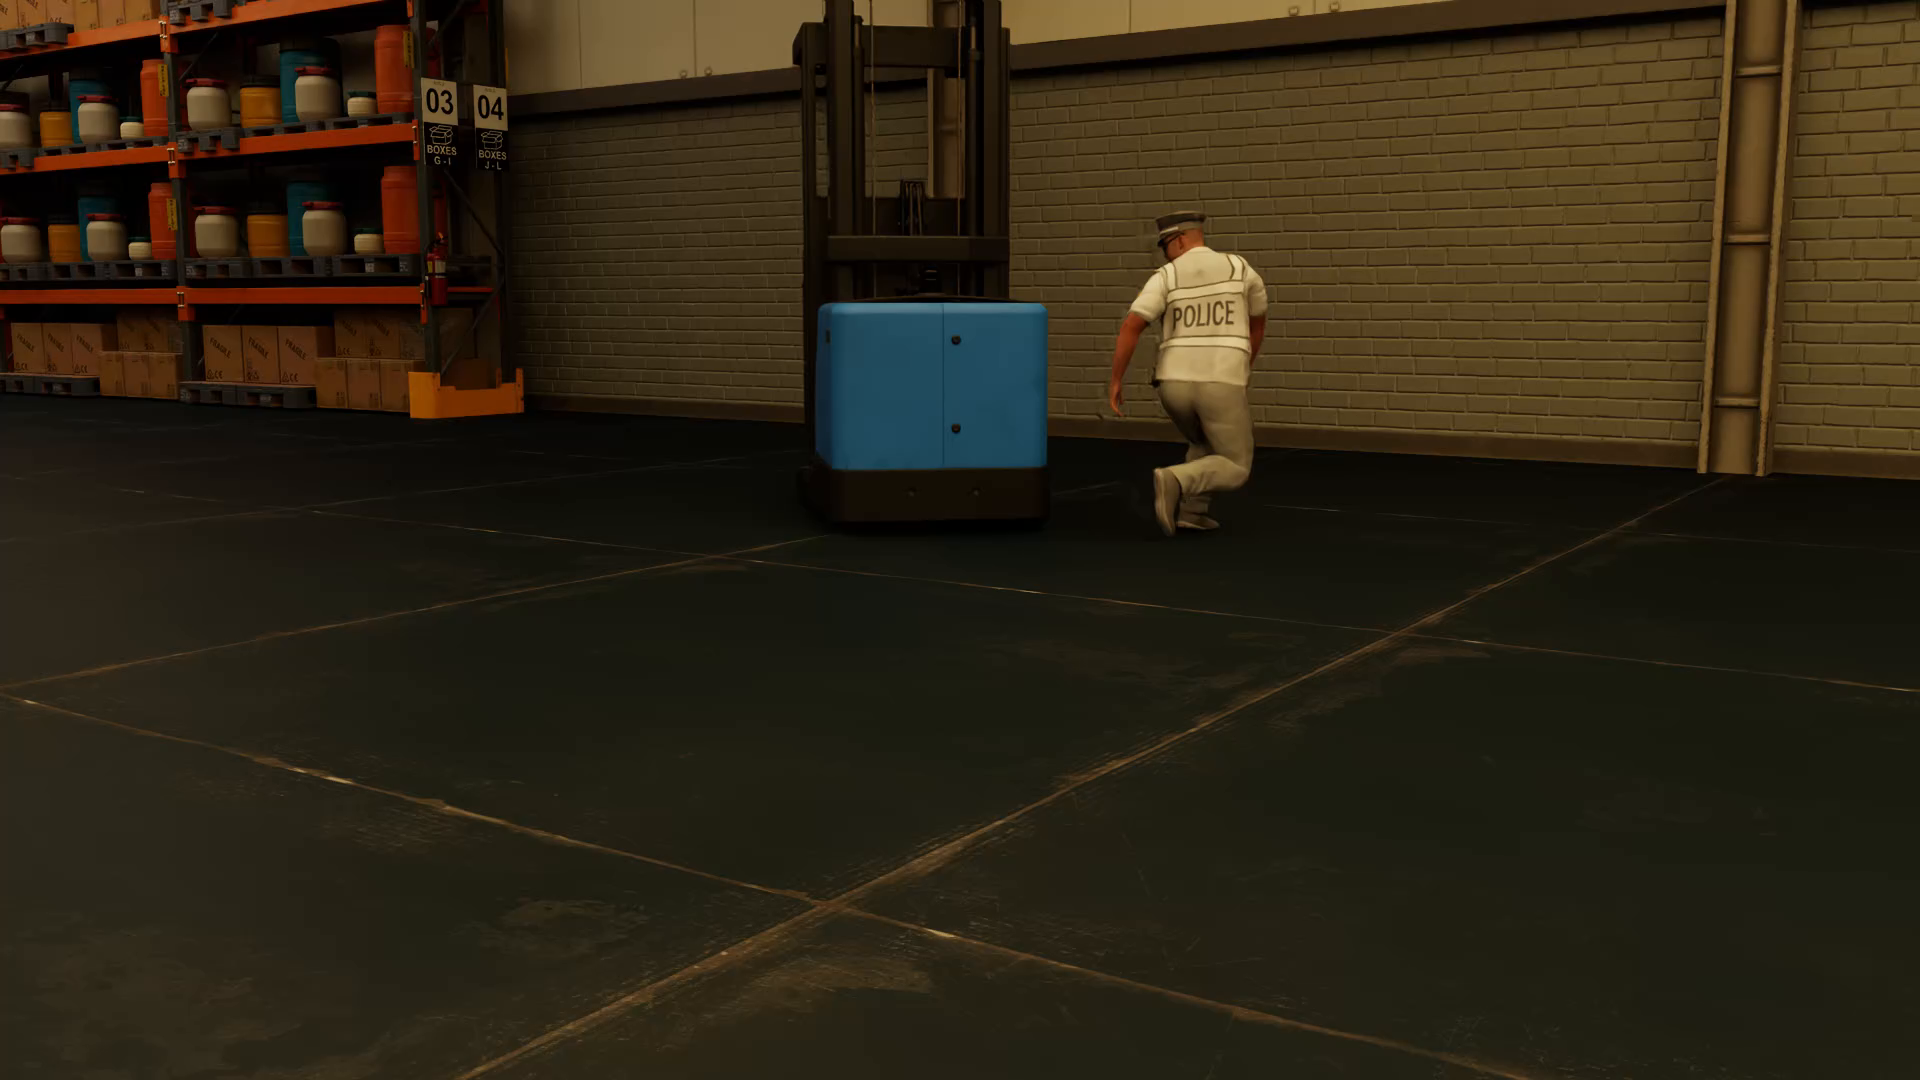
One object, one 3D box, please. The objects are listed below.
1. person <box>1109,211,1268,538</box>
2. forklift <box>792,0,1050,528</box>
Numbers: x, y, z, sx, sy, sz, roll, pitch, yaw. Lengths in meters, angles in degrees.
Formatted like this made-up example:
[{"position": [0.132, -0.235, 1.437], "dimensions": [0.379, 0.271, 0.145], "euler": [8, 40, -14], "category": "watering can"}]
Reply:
[{"position": [1.055, -0.774, 7.804], "dimensions": [0.654, 1.531, 0.830], "euler": [4, 9, 26], "category": "person"}, {"position": [-0.322, -1.682, 9.019], "dimensions": [1.130, 2.935, 3.031], "euler": [-1, 8, -9], "category": "forklift"}]
